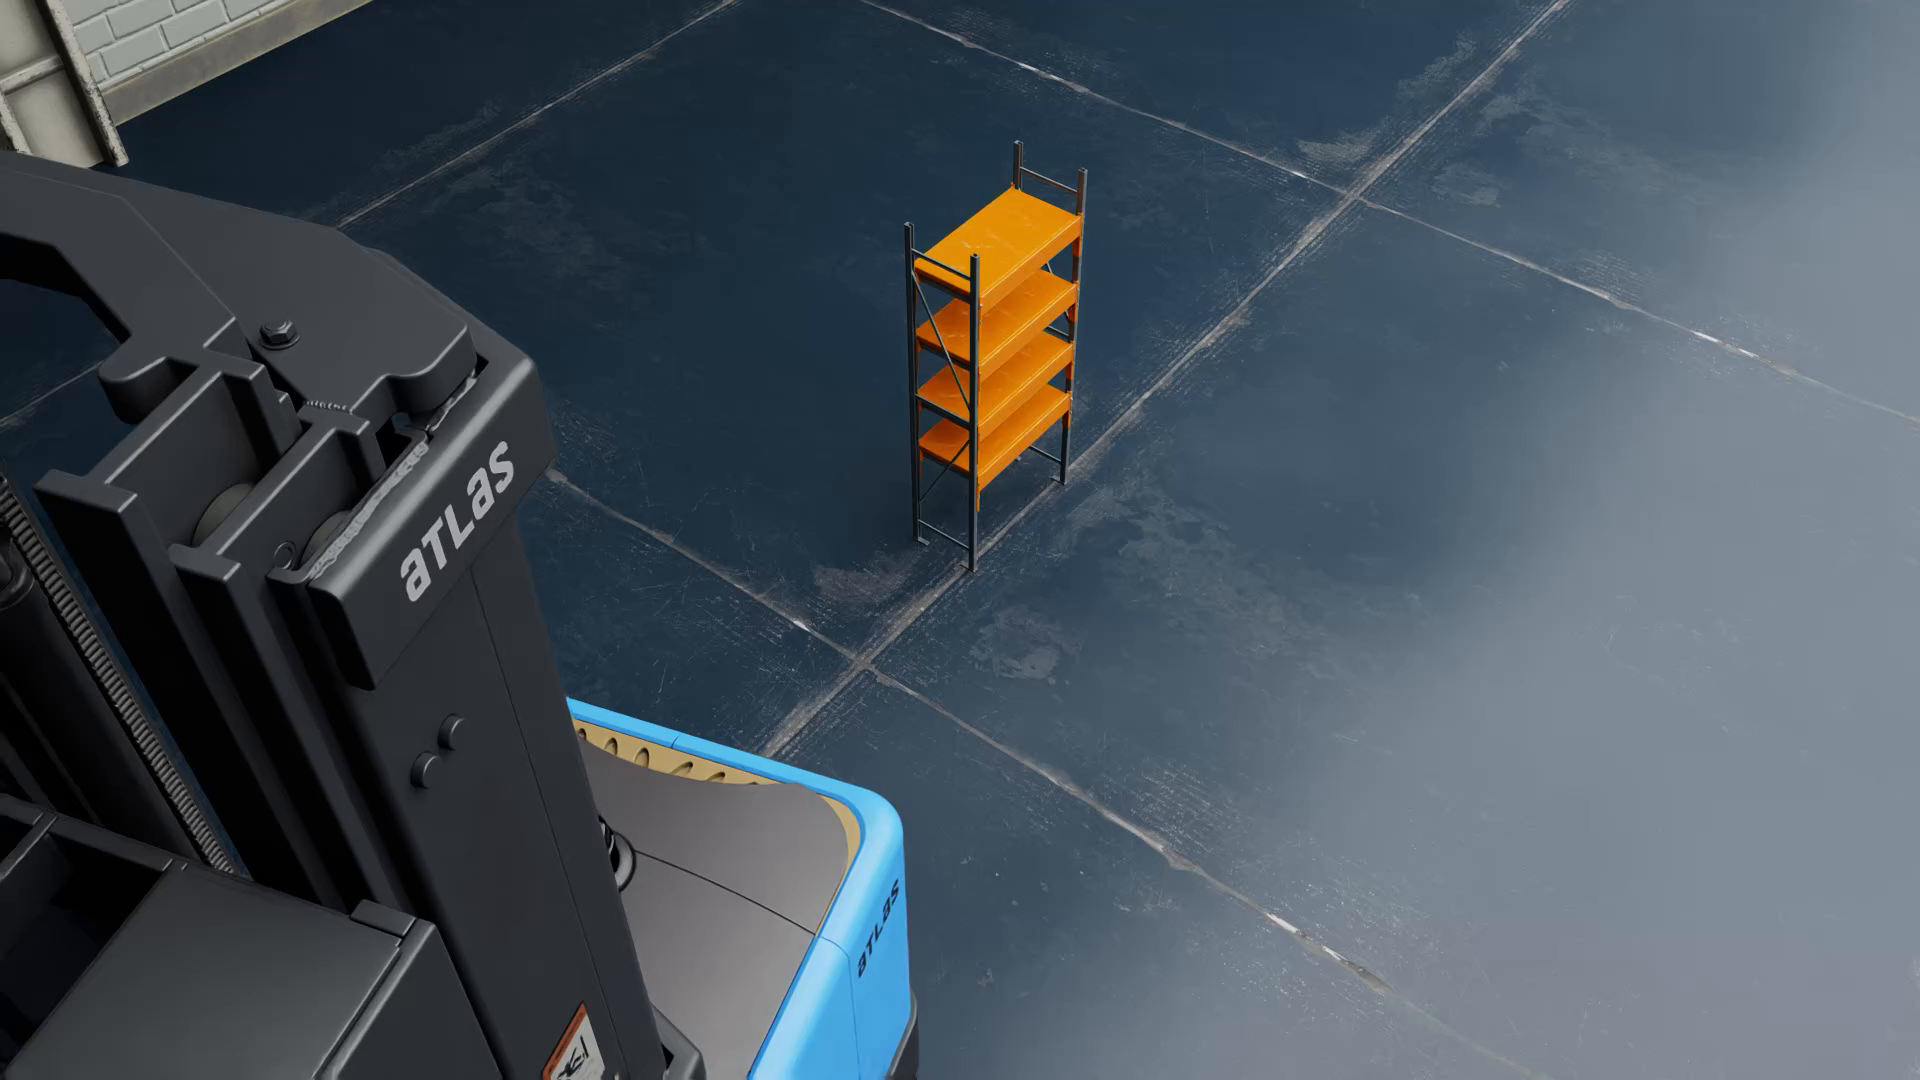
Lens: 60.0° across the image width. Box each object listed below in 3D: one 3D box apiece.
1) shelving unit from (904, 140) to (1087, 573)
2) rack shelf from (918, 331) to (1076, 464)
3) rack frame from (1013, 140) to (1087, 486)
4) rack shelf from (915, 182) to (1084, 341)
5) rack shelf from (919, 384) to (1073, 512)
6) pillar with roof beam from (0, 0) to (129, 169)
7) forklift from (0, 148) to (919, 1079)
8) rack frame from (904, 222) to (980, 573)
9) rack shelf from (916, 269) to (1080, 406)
[{"bbox_3d":[0.101,-0.509,4.907,0.258,1.200,0.503,29,53,25],"label":"shelving unit"},{"bbox_3d":[0.101,-0.463,4.955,0.258,0.148,0.480,29,53,25],"label":"rack shelf"},{"bbox_3d":[0.250,-0.649,5.040,0.240,1.200,0.015,29,53,25],"label":"rack frame"},{"bbox_3d":[0.101,-0.781,4.622,0.258,0.148,0.480,29,53,25],"label":"rack shelf"},{"bbox_3d":[0.101,-0.326,5.099,0.258,0.148,0.480,29,53,25],"label":"rack shelf"},{"bbox_3d":[-0.185,-2.689,1.595,9.100,9.000,0.400,29,53,25],"label":"pillar with roof beam"},{"bbox_3d":[-1.080,1.125,2.148,1.130,2.935,3.031,15,48,14],"label":"forklift"},{"bbox_3d":[-0.048,-0.370,4.773,0.240,1.200,0.015,29,53,25],"label":"rack frame"},{"bbox_3d":[0.101,-0.617,4.794,0.258,0.148,0.480,29,53,25],"label":"rack shelf"}]
